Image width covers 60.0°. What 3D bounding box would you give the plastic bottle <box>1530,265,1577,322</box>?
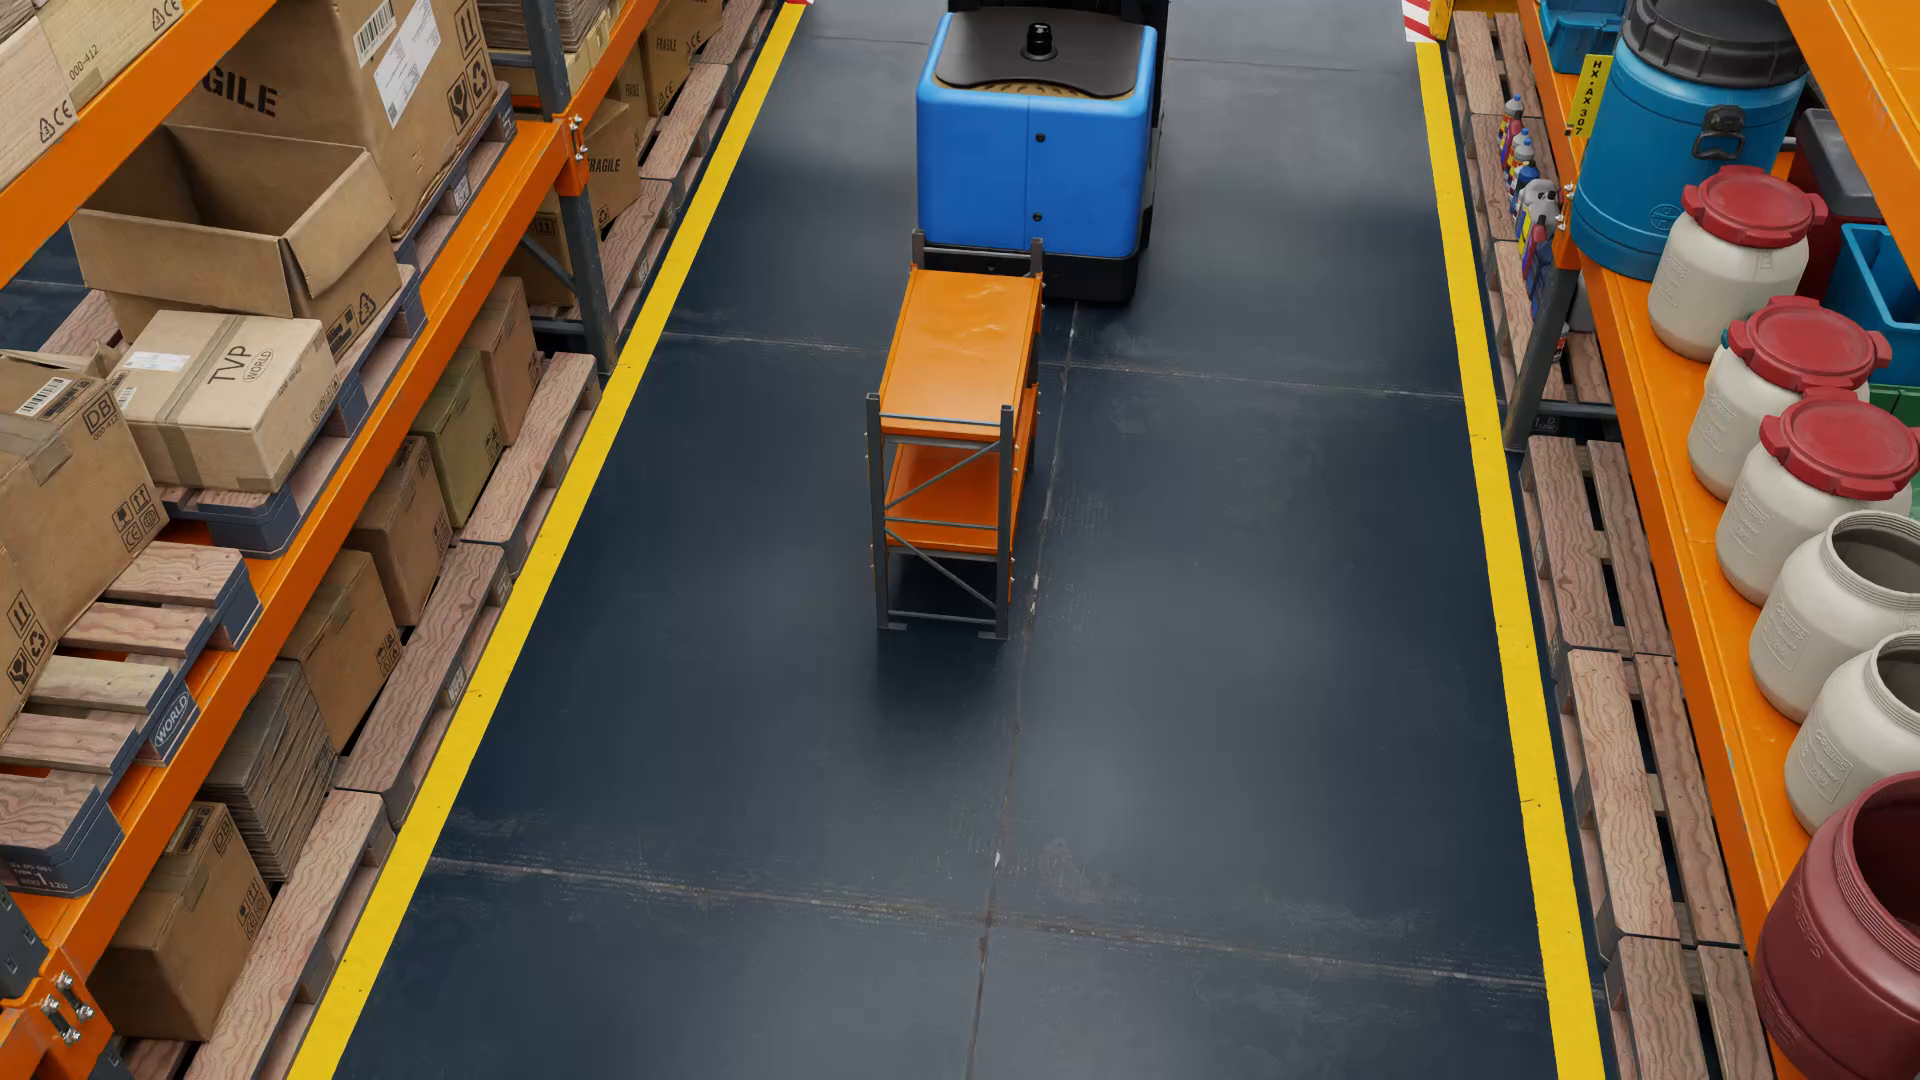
[{"bbox_3d":[2.642,-1.125,7.363,0.144,0.351,0.185,4,44,4],"label":"plastic bottle"}]

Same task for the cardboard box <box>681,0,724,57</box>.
[{"bbox_3d":[-1.683,-3.049,9.301,0.500,0.500,0.500,16,46,16],"label":"cardboard box"}]

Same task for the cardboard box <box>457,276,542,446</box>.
[{"bbox_3d":[-2.170,-0.748,6.856,0.700,0.500,0.500,2,43,2],"label":"cardboard box"}]

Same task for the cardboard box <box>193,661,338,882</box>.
[{"bbox_3d":[-2.467,0.724,5.302,0.700,0.500,0.500,2,43,2],"label":"cardboard box"}]

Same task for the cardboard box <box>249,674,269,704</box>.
[{"bbox_3d":[-2.477,0.468,5.027,0.500,0.250,0.500,10,44,10],"label":"cardboard box"}]

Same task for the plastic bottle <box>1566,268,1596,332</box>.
[{"bbox_3d":[2.784,-1.112,7.349,0.144,0.351,0.185,5,44,6],"label":"plastic bottle"}]

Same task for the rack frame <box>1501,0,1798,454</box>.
[{"bbox_3d":[2.842,-1.462,6.113,1.000,3.000,0.127,5,44,6],"label":"rack frame"}]

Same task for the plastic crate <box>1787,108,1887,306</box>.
[{"bbox_3d":[3.081,-1.128,5.713,0.402,0.464,0.583,5,44,6],"label":"plastic crate"}]

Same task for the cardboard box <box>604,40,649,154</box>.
[{"bbox_3d":[-1.902,-2.247,8.455,0.500,0.500,0.500,2,43,2],"label":"cardboard box"}]

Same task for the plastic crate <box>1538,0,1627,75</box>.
[{"bbox_3d":[2.719,-2.187,6.986,0.499,0.251,0.616,5,44,6],"label":"plastic crate"}]

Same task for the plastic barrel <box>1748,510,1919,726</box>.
[{"bbox_3d":[2.293,0.216,4.259,0.421,0.512,0.421,0,43,0],"label":"plastic barrel"}]

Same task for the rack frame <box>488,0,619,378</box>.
[{"bbox_3d":[-2.067,-1.912,6.588,1.000,3.000,0.127,5,44,6],"label":"rack frame"}]

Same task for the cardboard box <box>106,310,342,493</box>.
[{"bbox_3d":[-2.147,-0.406,4.800,0.500,0.250,0.500,4,44,4],"label":"cardboard box"}]

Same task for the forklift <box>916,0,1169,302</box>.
[{"bbox_3d":[0.520,-3.204,8.002,1.130,2.935,3.031,6,44,6],"label":"forklift"}]

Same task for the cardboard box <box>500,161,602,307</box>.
[{"bbox_3d":[-1.975,-1.426,7.587,0.500,0.500,0.500,4,44,4],"label":"cardboard box"}]

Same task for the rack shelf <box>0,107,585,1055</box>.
[{"bbox_3d":[-2.332,-0.288,5.396,1.077,0.370,4.000,5,44,6],"label":"rack shelf"}]

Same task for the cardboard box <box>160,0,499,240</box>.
[{"bbox_3d":[-2.311,-1.754,5.679,1.000,1.000,1.000,6,44,6],"label":"cardboard box"}]

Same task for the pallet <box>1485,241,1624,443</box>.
[{"bbox_3d":[2.972,-0.904,7.551,1.003,0.211,1.213,5,44,6],"label":"pallet"}]

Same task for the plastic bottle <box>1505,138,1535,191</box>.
[{"bbox_3d":[2.764,-1.848,8.185,0.097,0.271,0.097,0,43,0],"label":"plastic bottle"}]

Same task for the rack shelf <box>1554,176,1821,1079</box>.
[{"bbox_3d":[2.578,0.162,4.920,1.077,0.370,4.000,5,44,6],"label":"rack shelf"}]

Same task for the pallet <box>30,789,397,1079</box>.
[{"bbox_3d":[-2.491,1.294,5.230,1.003,0.211,1.213,5,44,6],"label":"pallet"}]

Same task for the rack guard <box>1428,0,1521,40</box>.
[{"bbox_3d":[3.408,-3.224,9.792,1.175,0.500,0.348,5,44,6],"label":"rack guard"}]

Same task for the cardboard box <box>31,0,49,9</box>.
[{"bbox_3d":[-2.149,-1.479,3.512,0.500,0.500,0.500,4,44,4],"label":"cardboard box"}]

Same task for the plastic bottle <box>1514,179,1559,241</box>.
[{"bbox_3d":[2.735,-1.559,7.876,0.152,0.276,0.135,6,44,6],"label":"plastic bottle"}]

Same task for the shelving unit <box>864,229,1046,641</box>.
[{"bbox_3d":[-0.001,-0.404,6.358,0.538,1.125,1.048,5,44,6],"label":"shelving unit"}]

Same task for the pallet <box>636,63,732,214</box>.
[{"bbox_3d":[-1.855,-2.195,8.914,1.003,0.211,1.213,5,44,6],"label":"pallet"}]

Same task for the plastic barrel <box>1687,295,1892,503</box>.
[{"bbox_3d":[2.401,-0.379,4.870,0.433,0.535,0.433,0,43,0],"label":"plastic barrel"}]

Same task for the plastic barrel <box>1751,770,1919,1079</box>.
[{"bbox_3d":[2.074,0.871,3.550,0.600,0.536,0.708,5,44,6],"label":"plastic barrel"}]

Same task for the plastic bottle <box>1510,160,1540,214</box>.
[{"bbox_3d":[2.737,-1.710,8.039,0.097,0.271,0.097,0,43,0],"label":"plastic bottle"}]

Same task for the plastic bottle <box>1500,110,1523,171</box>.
[{"bbox_3d":[2.774,-2.002,8.338,0.061,0.283,0.133,6,44,6],"label":"plastic bottle"}]

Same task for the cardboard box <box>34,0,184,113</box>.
[{"bbox_3d":[-2.155,-1.219,3.783,0.500,0.250,0.500,6,44,6],"label":"cardboard box"}]

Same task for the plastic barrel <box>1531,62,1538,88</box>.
[{"bbox_3d":[3.293,-2.640,8.861,0.421,0.512,0.421,0,43,0],"label":"plastic barrel"}]

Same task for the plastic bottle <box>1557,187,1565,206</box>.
[{"bbox_3d":[2.841,-1.553,7.864,0.061,0.283,0.133,5,44,6],"label":"plastic bottle"}]

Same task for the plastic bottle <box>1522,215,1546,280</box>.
[{"bbox_3d":[2.647,-1.346,7.646,0.061,0.283,0.133,8,44,8],"label":"plastic bottle"}]

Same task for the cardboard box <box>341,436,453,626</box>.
[{"bbox_3d":[-2.325,-0.043,6.112,0.700,0.500,0.500,2,43,2],"label":"cardboard box"}]

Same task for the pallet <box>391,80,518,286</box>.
[{"bbox_3d":[-2.313,-1.335,6.118,1.003,0.211,1.213,5,44,6],"label":"pallet"}]

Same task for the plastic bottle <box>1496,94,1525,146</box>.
[{"bbox_3d":[2.822,-2.150,8.503,0.097,0.271,0.097,0,43,0],"label":"plastic bottle"}]

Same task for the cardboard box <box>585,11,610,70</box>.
[{"bbox_3d":[-1.695,-2.110,6.979,0.380,0.149,0.250,5,44,6],"label":"cardboard box"}]

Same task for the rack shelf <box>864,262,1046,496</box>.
[{"bbox_3d":[-0.001,-0.616,6.157,0.538,0.278,1.000,5,44,6],"label":"rack shelf"}]

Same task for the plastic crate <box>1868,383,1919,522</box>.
[{"bbox_3d":[2.892,-0.173,4.905,0.450,0.188,0.662,5,44,6],"label":"plastic crate"}]

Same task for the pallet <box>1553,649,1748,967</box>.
[{"bbox_3d":[2.618,0.923,5.622,1.003,0.211,1.213,5,44,6],"label":"pallet"}]

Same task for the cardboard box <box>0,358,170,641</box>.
[{"bbox_3d":[-2.590,-0.136,4.334,0.700,0.500,0.500,11,45,12],"label":"cardboard box"}]

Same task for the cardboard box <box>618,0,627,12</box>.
[{"bbox_3d":[-1.666,-2.454,7.342,0.380,0.149,0.250,5,44,6],"label":"cardboard box"}]

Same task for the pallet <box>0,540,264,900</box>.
[{"bbox_3d":[-2.608,0.388,4.298,1.213,0.211,1.003,5,44,6],"label":"pallet"}]

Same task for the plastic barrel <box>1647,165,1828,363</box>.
[{"bbox_3d":[2.498,-0.879,5.398,0.433,0.535,0.433,0,43,0],"label":"plastic barrel"}]

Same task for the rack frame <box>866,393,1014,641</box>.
[{"bbox_3d":[-0.068,-0.057,5.992,0.500,1.125,0.032,5,44,6],"label":"rack frame"}]

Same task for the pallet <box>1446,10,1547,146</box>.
[{"bbox_3d":[3.295,-2.566,9.307,1.003,0.211,1.213,5,44,6],"label":"pallet"}]
